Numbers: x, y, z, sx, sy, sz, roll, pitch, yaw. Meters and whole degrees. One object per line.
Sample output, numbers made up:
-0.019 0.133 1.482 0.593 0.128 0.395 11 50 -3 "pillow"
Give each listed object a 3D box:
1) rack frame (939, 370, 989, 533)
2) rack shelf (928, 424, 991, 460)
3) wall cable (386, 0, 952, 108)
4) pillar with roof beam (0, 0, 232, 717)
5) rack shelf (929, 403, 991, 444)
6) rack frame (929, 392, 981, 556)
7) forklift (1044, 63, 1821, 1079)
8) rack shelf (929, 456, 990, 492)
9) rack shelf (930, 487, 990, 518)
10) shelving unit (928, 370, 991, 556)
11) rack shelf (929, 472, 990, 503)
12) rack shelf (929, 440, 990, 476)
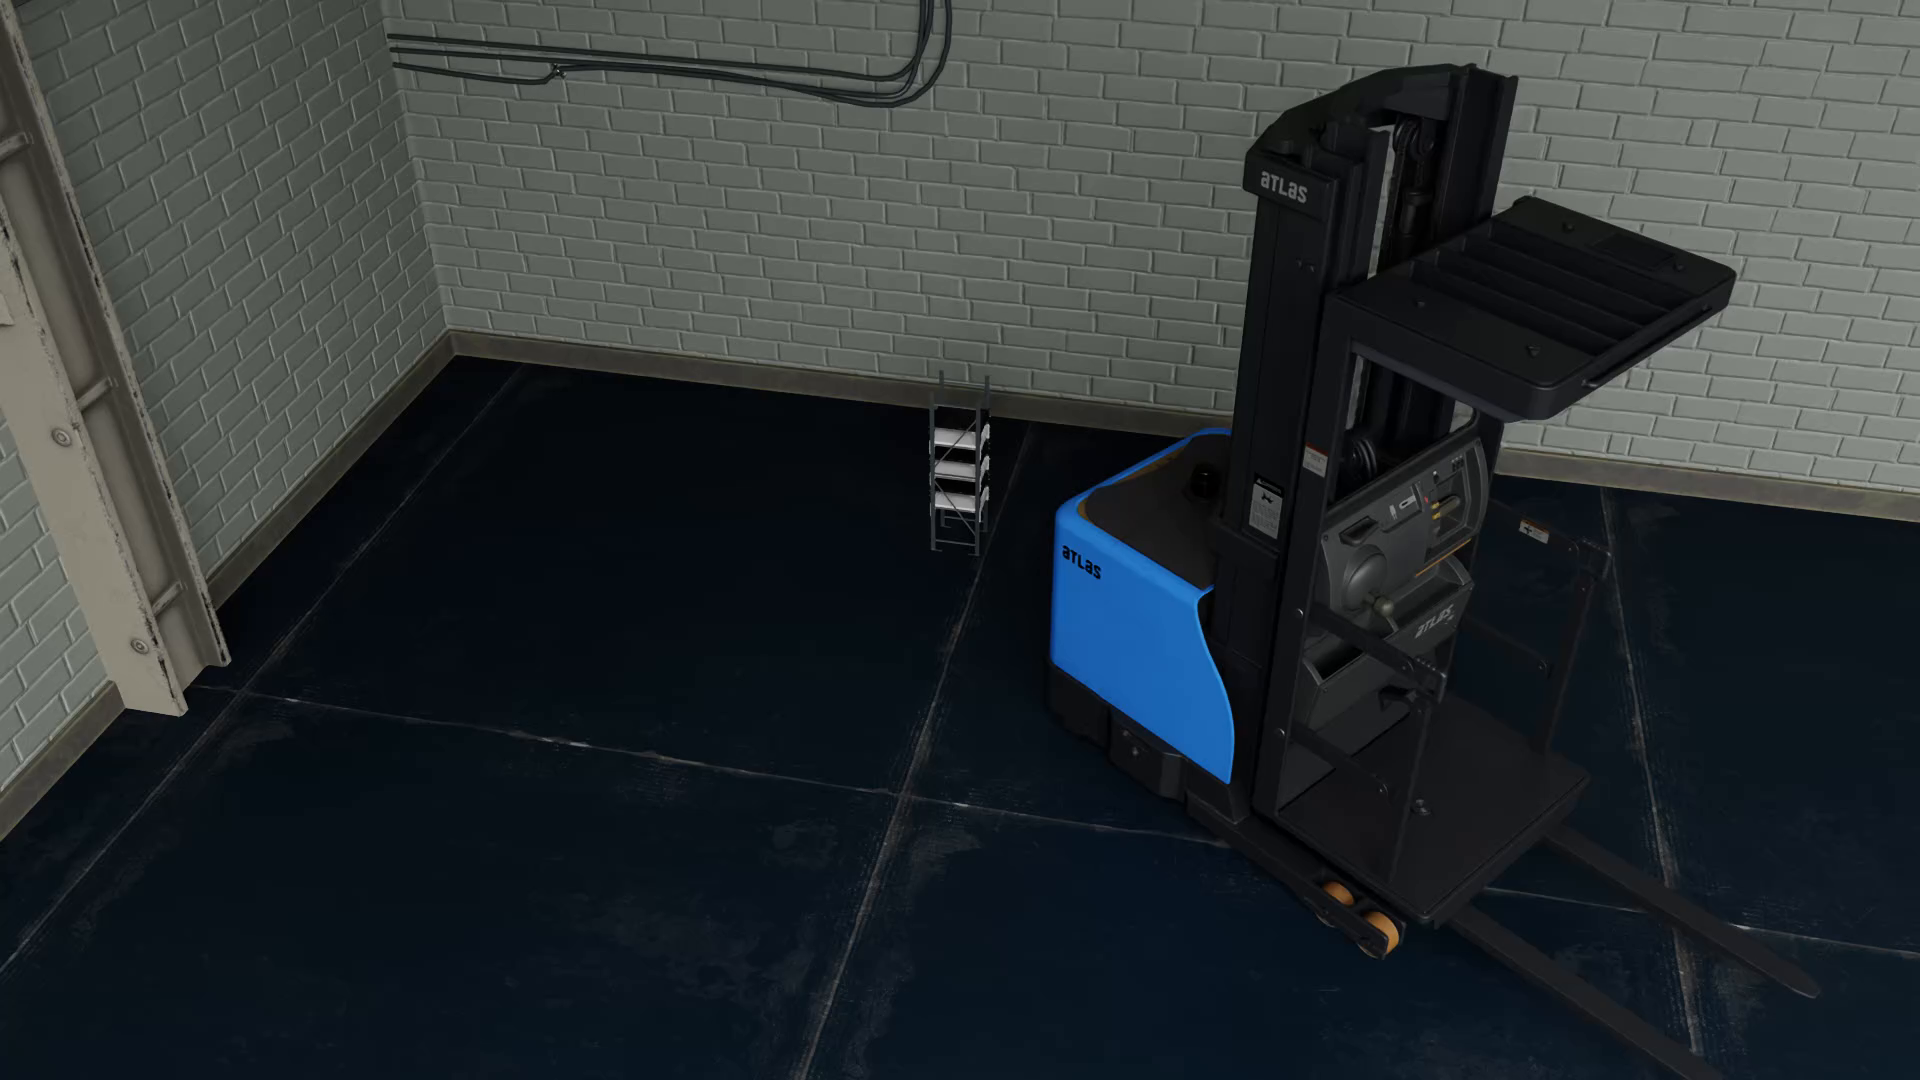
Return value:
0.020 -0.418 8.060 0.240 0.900 0.006 7 37 10 "rack frame"
-0.002 -0.478 7.893 0.258 0.077 0.200 7 37 10 "rack shelf"
-1.556 -3.278 7.751 3.097 2.526 0.112 7 37 10 "wall cable"
0.729 -2.473 3.994 9.100 9.000 0.400 7 37 10 "pillar with roof beam"
-0.002 -0.551 7.841 0.258 0.077 0.200 7 37 10 "rack shelf"
-0.023 -0.301 7.899 0.240 0.900 0.006 7 37 10 "rack frame"
1.716 0.009 5.740 1.130 2.935 3.031 -28 44 -33 "forklift"
-0.002 -0.333 7.999 0.258 0.077 0.200 7 37 10 "rack shelf"
-0.002 -0.187 8.105 0.258 0.077 0.200 7 37 10 "rack shelf"
-0.002 -0.360 7.979 0.258 0.900 0.210 7 37 10 "shelving unit"
-0.002 -0.260 8.052 0.258 0.077 0.200 7 37 10 "rack shelf"
-0.002 -0.406 7.946 0.258 0.077 0.200 7 37 10 "rack shelf"
